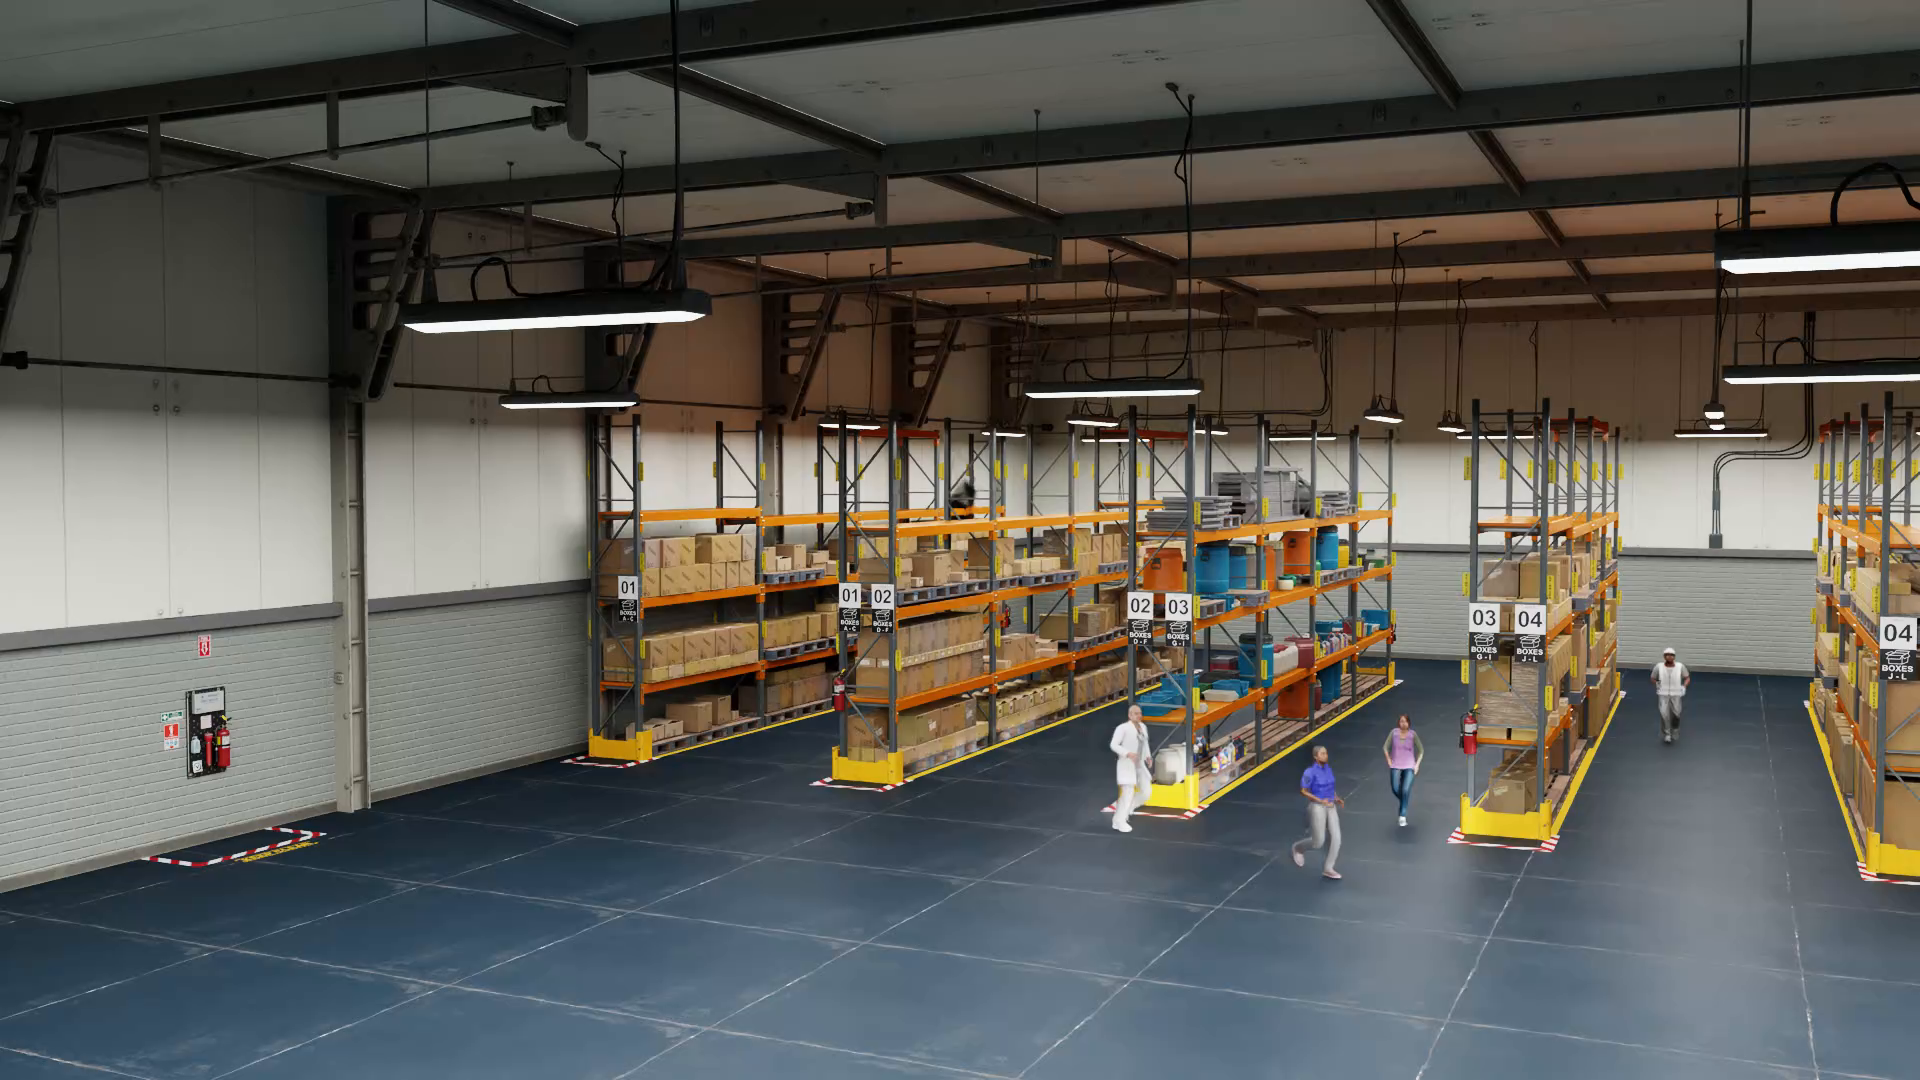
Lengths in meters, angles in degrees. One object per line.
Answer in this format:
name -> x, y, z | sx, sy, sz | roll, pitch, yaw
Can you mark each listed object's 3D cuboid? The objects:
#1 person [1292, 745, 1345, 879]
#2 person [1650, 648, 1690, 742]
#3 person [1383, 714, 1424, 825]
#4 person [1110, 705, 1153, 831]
person -> 4.463, 3.349, 20.610 | 0.581, 1.596, 0.703 | -2, 3, -33
person -> 13.061, 2.863, 30.602 | 0.669, 1.737, 0.589 | 1, 3, 23
person -> 6.324, 3.268, 23.739 | 0.573, 1.550, 0.509 | 1, 3, 22
person -> 2.451, 3.184, 23.262 | 0.766, 1.730, 0.645 | -2, 3, -38
